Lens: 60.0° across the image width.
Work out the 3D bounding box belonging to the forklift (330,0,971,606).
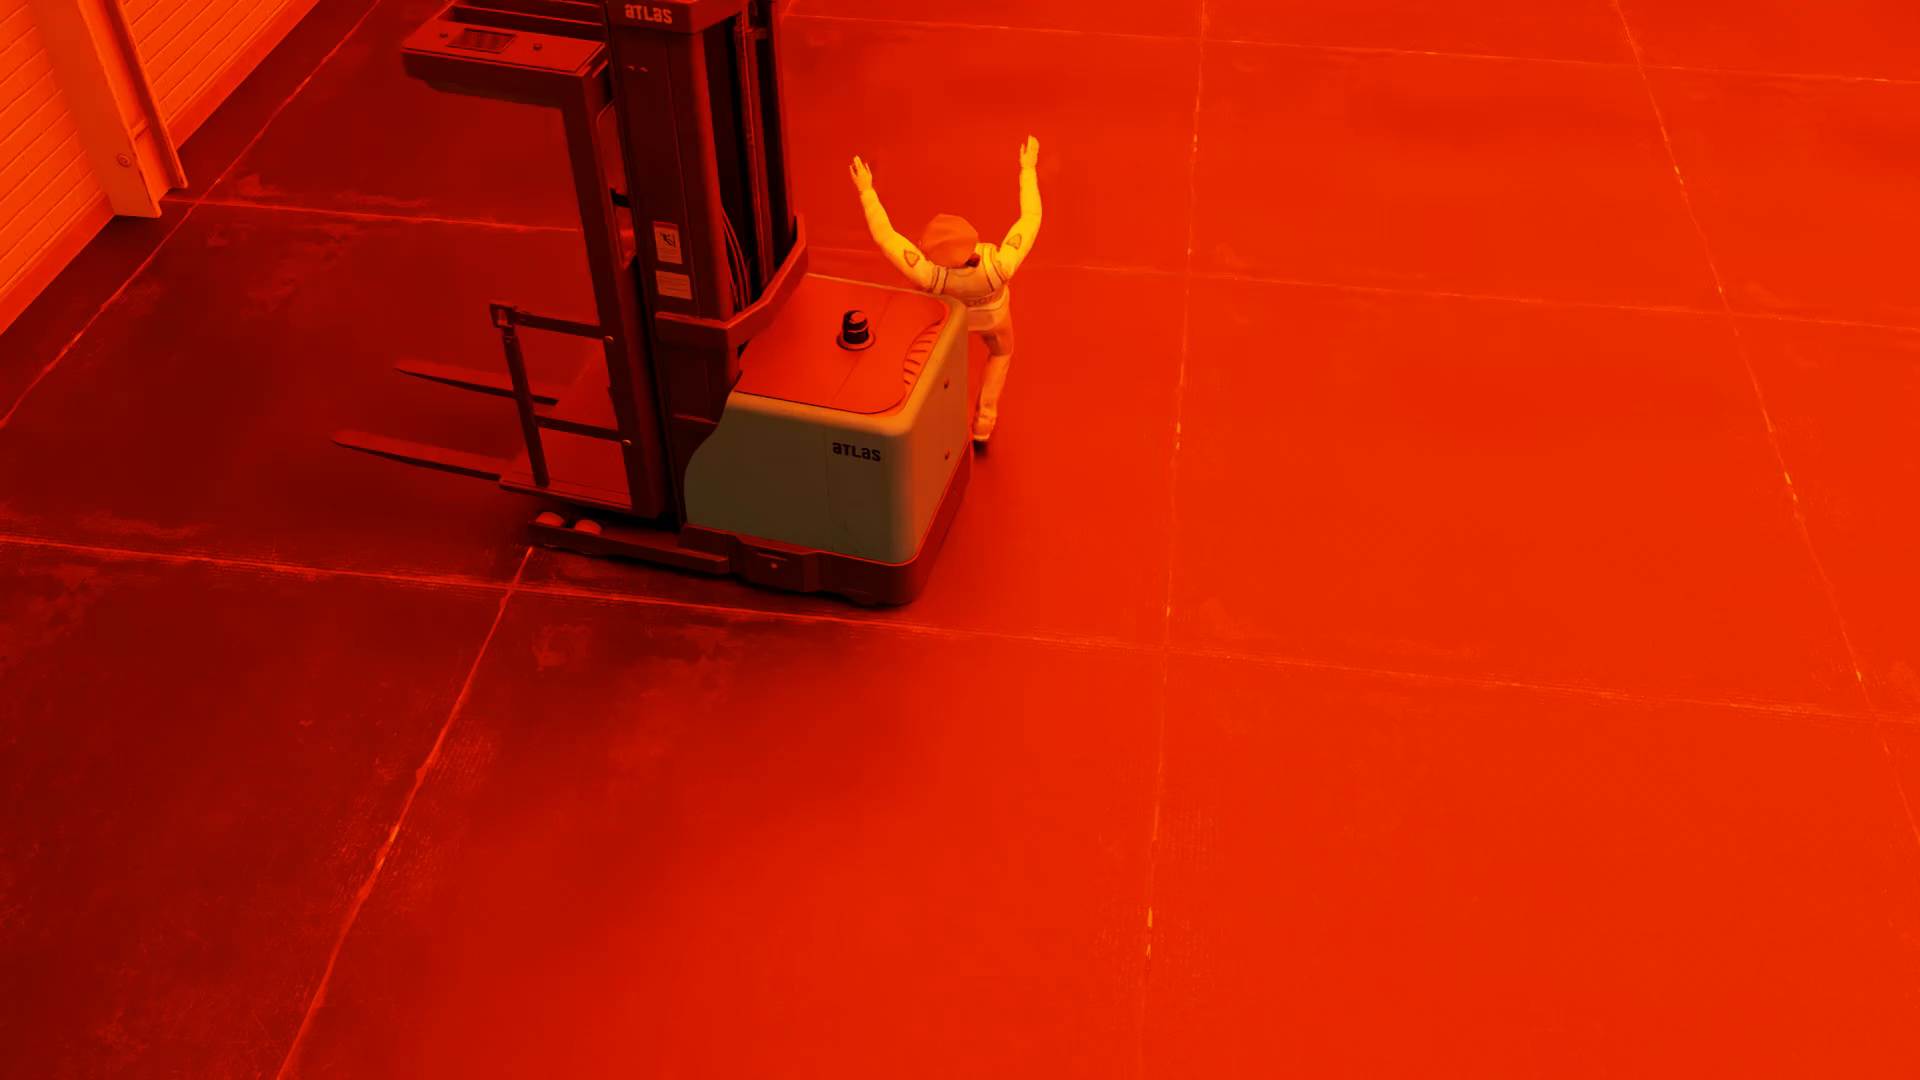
[{"bbox_3d":[-1.524,-1.342,7.185,3.031,2.935,1.130,11,44,12],"label":"forklift"}]

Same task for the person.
[{"bbox_3d":[-0.061,-1.101,7.960,0.882,1.536,0.759,-1,43,-1],"label":"person"}]
